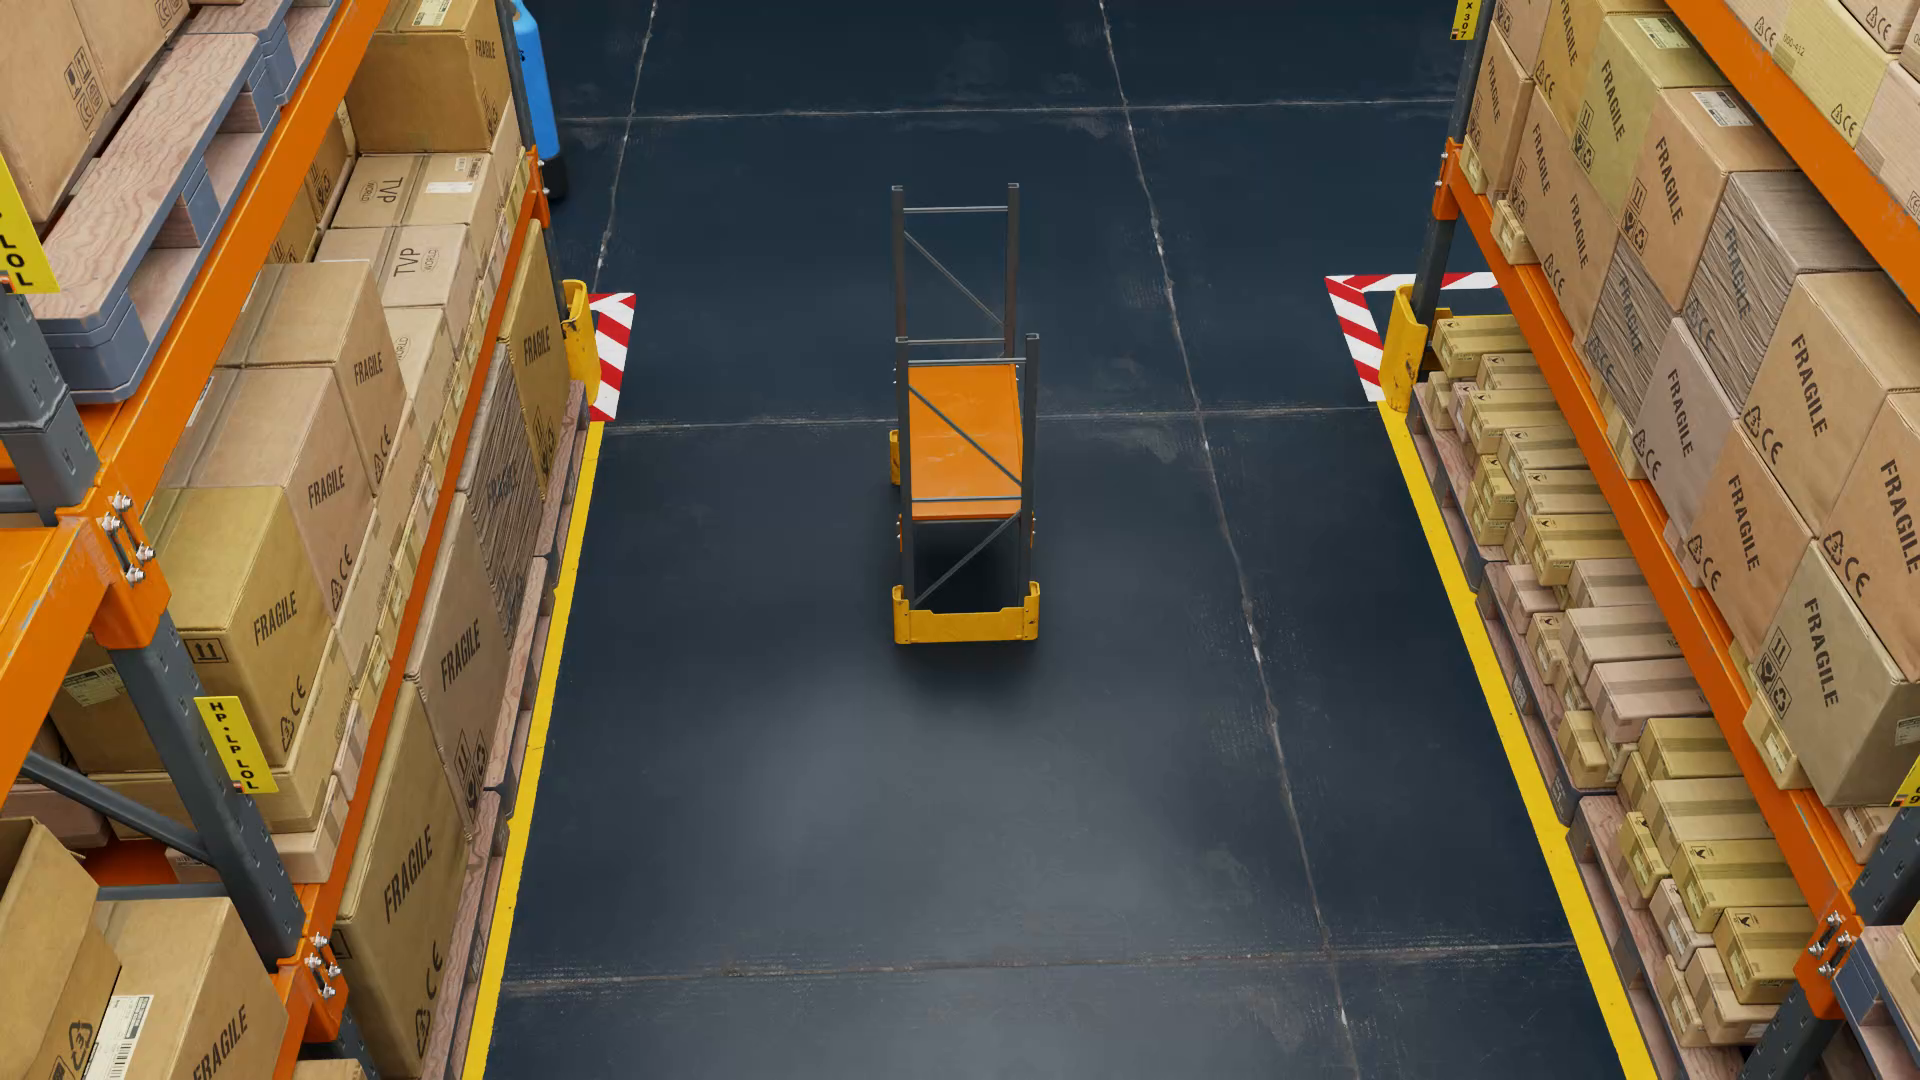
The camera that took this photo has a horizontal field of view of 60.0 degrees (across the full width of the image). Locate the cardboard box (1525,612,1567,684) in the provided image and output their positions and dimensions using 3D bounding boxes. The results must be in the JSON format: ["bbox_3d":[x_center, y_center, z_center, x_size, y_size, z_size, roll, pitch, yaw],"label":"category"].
[{"bbox_3d":[2.407,0.411,6.381,0.380,0.149,0.250,-2,43,-2],"label":"cardboard box"}]

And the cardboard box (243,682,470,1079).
[{"bbox_3d":[-2.112,1.063,5.132,0.875,0.875,0.875,-2,43,-2],"label":"cardboard box"}]

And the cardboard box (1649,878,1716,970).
[{"bbox_3d":[2.440,1.209,5.290,0.380,0.149,0.250,-4,43,-4],"label":"cardboard box"}]

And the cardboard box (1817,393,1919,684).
[{"bbox_3d":[2.505,-0.016,4.014,0.500,0.500,0.500,-3,43,-3],"label":"cardboard box"}]

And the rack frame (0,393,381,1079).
[{"bbox_3d":[-2.164,0.882,4.067,1.000,3.000,0.127,-2,43,-2],"label":"rack frame"}]

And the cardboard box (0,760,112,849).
[{"bbox_3d":[-2.445,0.537,4.335,0.500,0.250,0.500,-2,43,-3],"label":"cardboard box"}]

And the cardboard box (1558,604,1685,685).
[{"bbox_3d":[2.391,0.374,5.981,0.380,0.149,0.250,-3,43,-3],"label":"cardboard box"}]

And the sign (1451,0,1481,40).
[{"bbox_3d":[2.083,-2.196,6.785,0.100,0.325,0.005,-2,43,-2],"label":"sign"}]

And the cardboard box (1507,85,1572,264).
[{"bbox_3d":[2.417,-1.367,6.227,0.500,0.500,0.500,-2,43,-2],"label":"cardboard box"}]

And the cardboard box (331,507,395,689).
[{"bbox_3d":[-1.939,0.167,4.738,0.500,0.250,0.500,-2,43,-2],"label":"cardboard box"}]

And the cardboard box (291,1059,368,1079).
[{"bbox_3d":[-2.117,1.942,4.173,1.225,0.875,0.875,-2,43,-2],"label":"cardboard box"}]

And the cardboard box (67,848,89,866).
[{"bbox_3d":[-2.505,0.779,4.367,0.380,0.149,0.250,-1,43,-2],"label":"cardboard box"}]

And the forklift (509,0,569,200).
[{"bbox_3d":[-3.730,-2.798,8.134,3.031,2.935,1.130,-19,46,-20],"label":"forklift"}]

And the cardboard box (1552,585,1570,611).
[{"bbox_3d":[2.507,0.139,6.457,0.380,0.149,0.250,0,43,0],"label":"cardboard box"}]

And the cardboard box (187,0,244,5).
[{"bbox_3d":[-2.156,-1.699,4.205,0.700,0.500,0.500,0,43,0],"label":"cardboard box"}]

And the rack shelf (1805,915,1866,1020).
[{"bbox_3d":[2.880,2.424,2.918,1.077,0.370,4.000,-2,43,-2],"label":"rack shelf"}]

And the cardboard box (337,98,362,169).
[{"bbox_3d":[-2.584,-1.541,6.602,0.500,0.250,0.500,-3,43,-3],"label":"cardboard box"}]

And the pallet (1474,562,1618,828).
[{"bbox_3d":[2.677,0.558,6.485,1.003,0.211,1.213,-2,43,-2],"label":"pallet"}]

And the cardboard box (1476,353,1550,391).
[{"bbox_3d":[2.440,-0.669,7.119,0.380,0.149,0.250,-1,43,-1],"label":"cardboard box"}]

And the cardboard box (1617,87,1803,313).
[{"bbox_3d":[2.432,-1.060,5.153,0.500,0.500,0.500,-3,43,-3],"label":"cardboard box"}]

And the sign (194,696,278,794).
[{"bbox_3d":[-1.623,0.463,3.727,0.100,0.325,0.005,-2,43,-2],"label":"sign"}]

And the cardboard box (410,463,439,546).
[{"bbox_3d":[-1.900,-0.109,5.335,0.380,0.149,0.250,-1,43,-1],"label":"cardboard box"}]

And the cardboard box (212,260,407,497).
[{"bbox_3d":[-1.969,-0.463,4.871,0.500,0.500,0.500,-3,43,-3],"label":"cardboard box"}]

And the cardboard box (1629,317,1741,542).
[{"bbox_3d":[2.452,-0.343,5.110,0.500,0.500,0.500,-2,43,-2],"label":"cardboard box"}]

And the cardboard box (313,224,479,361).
[{"bbox_3d":[-2.006,-0.867,5.867,0.500,0.250,0.500,-3,43,-3],"label":"cardboard box"}]

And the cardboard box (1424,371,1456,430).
[{"bbox_3d":[2.328,-0.633,7.520,0.380,0.149,0.250,-1,43,-1],"label":"cardboard box"}]

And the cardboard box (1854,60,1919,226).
[{"bbox_3d":[2.495,-0.903,3.906,0.500,0.250,0.500,-2,43,-2],"label":"cardboard box"}]

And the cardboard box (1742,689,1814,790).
[{"bbox_3d":[2.430,0.544,4.623,0.380,0.149,0.250,-3,43,-3],"label":"cardboard box"}]

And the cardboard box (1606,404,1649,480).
[{"bbox_3d":[2.411,-0.339,5.585,0.380,0.149,0.250,-1,43,-1],"label":"cardboard box"}]

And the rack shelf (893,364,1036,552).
[{"bbox_3d":[0.004,-0.363,6.802,0.538,0.185,1.000,-2,43,-2],"label":"rack shelf"}]

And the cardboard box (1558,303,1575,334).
[{"bbox_3d":[2.457,-0.863,6.157,0.380,0.149,0.250,-2,43,-2],"label":"cardboard box"}]

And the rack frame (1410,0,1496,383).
[{"bbox_3d":[2.625,-1.892,7.094,1.000,3.000,0.127,-2,43,-2],"label":"rack frame"}]

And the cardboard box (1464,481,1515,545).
[{"bbox_3d":[2.340,-0.116,6.955,0.380,0.149,0.250,-1,43,-1],"label":"cardboard box"}]

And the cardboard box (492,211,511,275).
[{"bbox_3d":[-1.968,-1.149,6.469,0.380,0.149,0.250,-2,43,-2],"label":"cardboard box"}]

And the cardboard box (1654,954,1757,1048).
[{"bbox_3d":[2.438,1.449,5.248,0.380,0.149,0.250,-1,43,-1],"label":"cardboard box"}]

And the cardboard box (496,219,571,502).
[{"bbox_3d":[-2.227,-0.760,7.121,0.875,0.875,0.875,-2,43,-2],"label":"cardboard box"}]

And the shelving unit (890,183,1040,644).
[{"bbox_3d":[0.003,-0.501,6.687,0.587,1.500,1.083,-2,43,-2],"label":"shelving unit"}]

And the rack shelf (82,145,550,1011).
[{"bbox_3d":[-2.249,-0.203,5.784,1.077,0.370,4.000,-2,43,-2],"label":"rack shelf"}]

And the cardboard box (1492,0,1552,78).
[{"bbox_3d":[2.379,-2.097,6.283,0.500,0.500,0.500,-2,43,-2],"label":"cardboard box"}]

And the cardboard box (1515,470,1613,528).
[{"bbox_3d":[2.419,-0.143,6.545,0.380,0.149,0.250,0,43,0],"label":"cardboard box"}]

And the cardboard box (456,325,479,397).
[{"bbox_3d":[-1.934,-0.630,5.903,0.380,0.149,0.250,-1,43,-2],"label":"cardboard box"}]

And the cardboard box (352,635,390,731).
[{"bbox_3d":[-1.868,0.411,4.768,0.380,0.149,0.250,0,43,0],"label":"cardboard box"}]

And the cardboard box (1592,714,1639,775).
[{"bbox_3d":[2.468,0.685,5.862,0.380,0.149,0.250,-1,43,-1],"label":"cardboard box"}]

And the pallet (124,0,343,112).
[{"bbox_3d":[-2.237,-1.565,4.583,1.003,0.211,1.213,-2,43,-2],"label":"pallet"}]

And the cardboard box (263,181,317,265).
[{"bbox_3d":[-2.534,-1.130,5.599,0.500,0.500,0.500,-3,43,-3],"label":"cardboard box"}]

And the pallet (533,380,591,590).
[{"bbox_3d":[-2.222,-0.252,7.369,1.003,0.211,1.213,-2,43,-2],"label":"pallet"}]

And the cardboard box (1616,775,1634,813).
[{"bbox_3d":[2.545,0.914,5.832,0.380,0.149,0.250,-3,43,-3],"label":"cardboard box"}]

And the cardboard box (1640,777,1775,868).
[{"bbox_3d":[2.452,0.913,5.393,0.380,0.149,0.250,-2,43,-2],"label":"cardboard box"}]

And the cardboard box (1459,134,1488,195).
[{"bbox_3d":[2.312,-1.571,6.930,0.380,0.149,0.250,-2,43,-2],"label":"cardboard box"}]
